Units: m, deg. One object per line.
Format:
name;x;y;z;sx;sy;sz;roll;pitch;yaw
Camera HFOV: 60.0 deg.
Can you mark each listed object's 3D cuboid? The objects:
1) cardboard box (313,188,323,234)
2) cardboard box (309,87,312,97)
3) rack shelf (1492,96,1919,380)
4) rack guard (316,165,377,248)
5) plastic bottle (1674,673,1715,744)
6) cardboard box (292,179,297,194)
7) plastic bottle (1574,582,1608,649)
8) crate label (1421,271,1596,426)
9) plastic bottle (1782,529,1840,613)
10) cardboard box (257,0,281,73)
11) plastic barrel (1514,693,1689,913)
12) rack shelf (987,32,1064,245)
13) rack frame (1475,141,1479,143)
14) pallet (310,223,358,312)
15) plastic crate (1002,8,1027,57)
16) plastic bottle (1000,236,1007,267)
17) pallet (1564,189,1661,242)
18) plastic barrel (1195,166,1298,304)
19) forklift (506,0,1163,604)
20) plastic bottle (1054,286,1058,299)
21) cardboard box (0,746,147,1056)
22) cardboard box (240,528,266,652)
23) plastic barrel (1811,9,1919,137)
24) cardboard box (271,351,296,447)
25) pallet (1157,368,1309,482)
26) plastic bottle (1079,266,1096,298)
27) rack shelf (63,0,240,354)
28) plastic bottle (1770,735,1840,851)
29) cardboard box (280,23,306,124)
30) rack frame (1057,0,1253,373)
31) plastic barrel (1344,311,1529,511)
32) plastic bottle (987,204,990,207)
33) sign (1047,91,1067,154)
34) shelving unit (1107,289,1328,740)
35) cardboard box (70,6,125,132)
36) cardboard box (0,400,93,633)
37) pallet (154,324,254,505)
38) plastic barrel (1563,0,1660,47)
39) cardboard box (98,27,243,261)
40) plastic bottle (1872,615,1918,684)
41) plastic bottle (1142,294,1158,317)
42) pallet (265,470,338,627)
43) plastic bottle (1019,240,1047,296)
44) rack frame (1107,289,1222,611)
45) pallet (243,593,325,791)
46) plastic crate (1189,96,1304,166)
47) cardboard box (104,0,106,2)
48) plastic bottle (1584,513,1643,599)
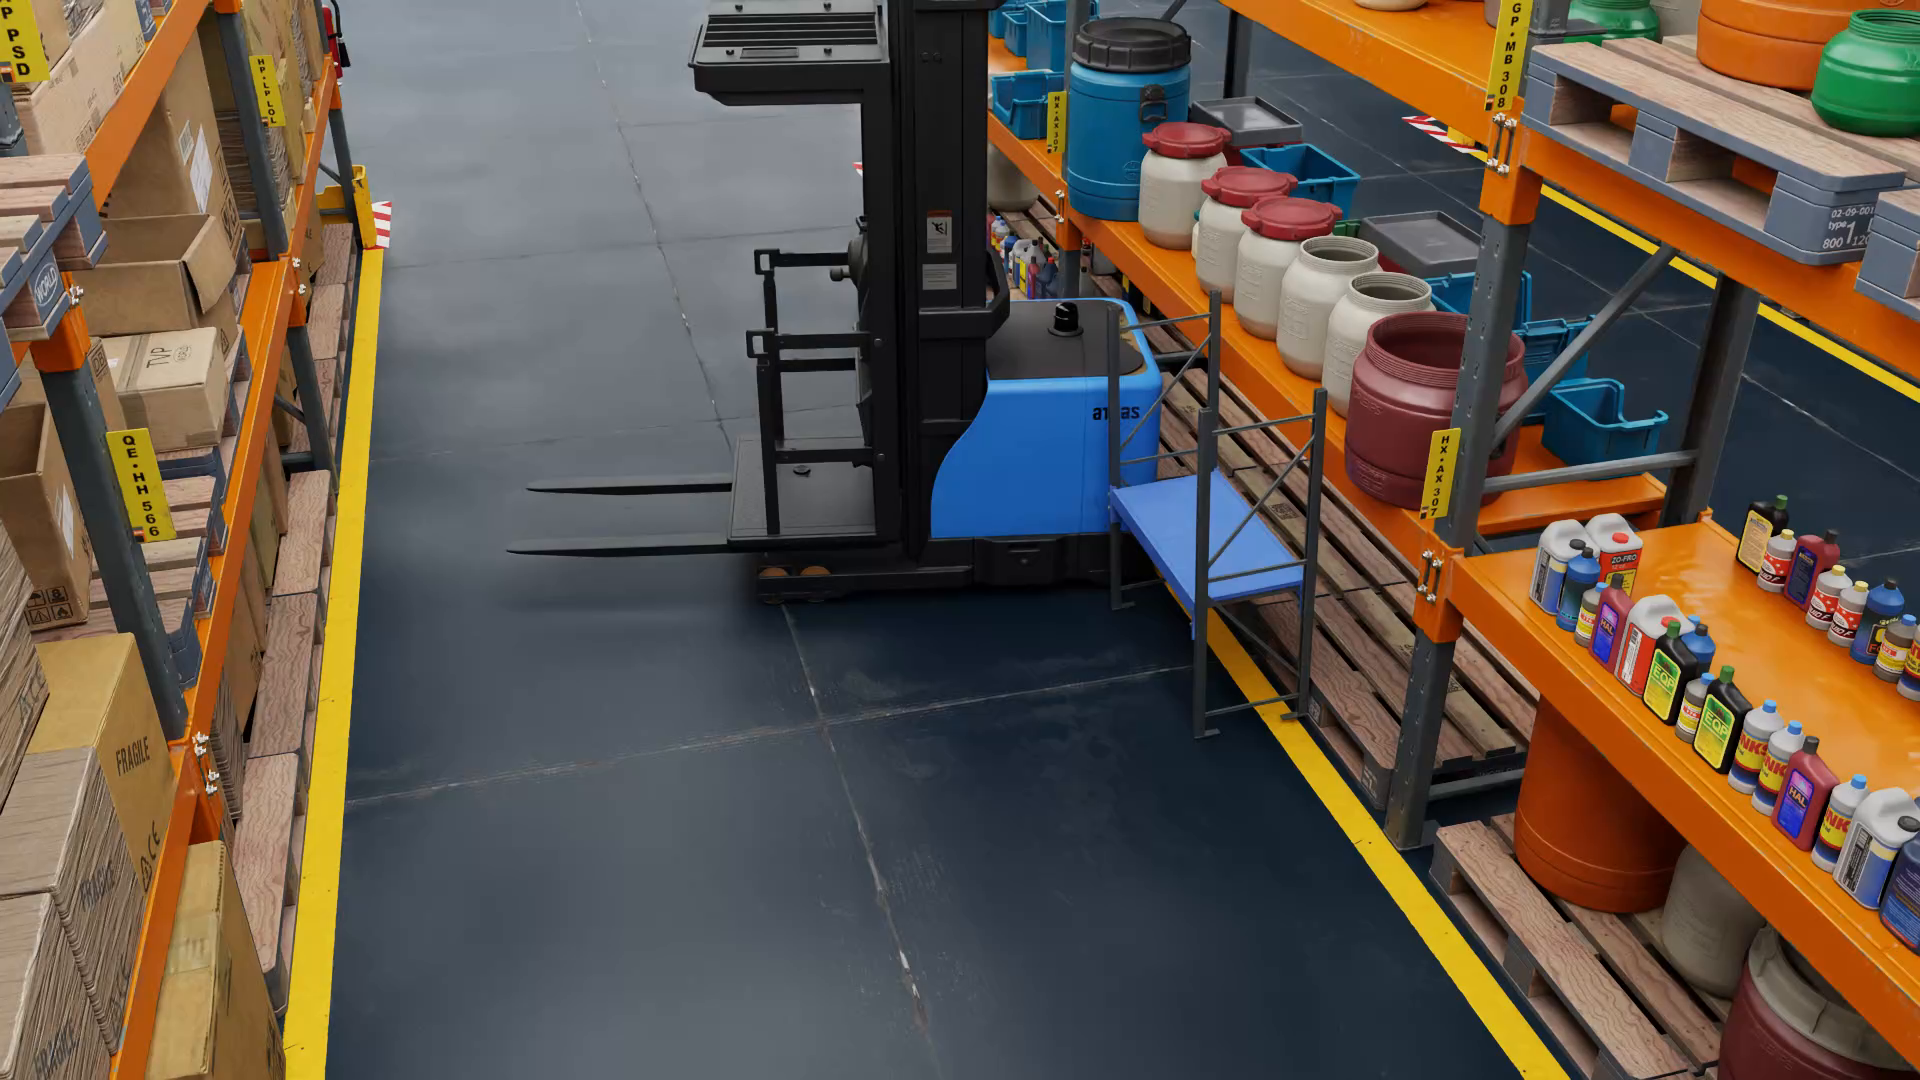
cardboard box;-4.643;-2.223;11.172;0.500;0.500;0.500;-2;30;-4
cardboard box;-4.285;-2.850;10.431;0.380;0.149;0.250;-8;31;-13
rack shelf;2.637;-0.242;3.398;1.077;0.370;4.000;-8;31;-13
rack guard;-4.773;-2.308;11.738;1.175;0.500;0.348;-8;31;-13
plastic bottle;2.072;0.464;4.652;0.097;0.201;0.097;0;30;0
cardboard box;-3.721;-1.889;8.770;0.380;0.149;0.250;-8;31;-13
plastic bottle;1.939;0.223;5.068;0.097;0.201;0.097;0;30;0
crate label;2.103;-0.752;6.520;0.502;0.435;0.616;-8;31;-13
plastic bottle;2.686;0.079;5.235;0.061;0.283;0.133;-8;31;-13
cardboard box;-3.740;-2.592;8.339;0.500;0.500;0.500;-8;31;-13
plastic barrel;2.252;0.770;5.672;0.600;0.830;0.708;-8;31;-13
rack shelf;0.513;-2.808;10.825;1.077;0.370;4.000;-8;31;-13
rack frame;4.759;-4.742;13.448;1.000;3.000;0.127;-8;31;-13
pallet;-4.591;-1.786;11.125;1.003;0.211;1.213;-8;31;-13
plastic crate;0.571;-3.504;11.459;0.499;0.251;0.408;-8;31;-13
plastic bottle;0.307;-1.886;10.868;0.097;0.201;0.097;0;30;0
pallet;5.323;-2.583;12.502;1.003;0.211;1.213;-8;31;-13
plastic barrel;1.281;-1.366;7.481;0.433;0.535;0.433;0;30;0
forklift;-0.621;-1.246;7.477;3.031;2.935;1.130;-2;30;-4
plastic bottle;0.598;-1.357;9.872;0.061;0.283;0.133;-6;31;-11
cardboard box;-2.173;0.841;3.703;0.500;0.500;0.500;-8;31;-14
cardboard box;-3.332;0.199;6.968;0.700;0.500;0.500;-11;32;-18
plastic barrel;2.165;-1.092;3.883;0.294;0.245;0.294;0;30;0
cardboard box;-3.799;-0.793;8.702;0.500;0.500;0.500;-9;31;-15
pallet;1.290;-0.572;9.028;1.003;0.211;1.213;-8;31;-13
plastic bottle;0.734;-1.489;10.033;0.144;0.351;0.185;-8;31;-13
rack shelf;-3.200;-1.516;5.598;1.077;0.370;4.000;-8;31;-13
plastic bottle;2.172;0.645;4.257;0.061;0.283;0.133;-8;31;-13
cardboard box;-4.212;-2.613;9.374;0.875;0.500;0.500;-8;31;-13
rack frame;1.044;-2.153;8.976;1.000;3.000;0.127;-8;31;-13
plastic barrel;1.691;-0.464;5.922;0.600;0.536;0.708;-8;31;-13
plastic bottle;0.163;-2.178;11.302;0.097;0.271;0.097;0;30;0
sign;0.511;-2.205;8.789;0.100;0.325;0.005;-8;31;-13
shelving unit;1.030;-0.121;6.932;0.538;1.500;1.048;-10;32;-11
cardboard box;-2.685;-1.305;4.665;0.500;0.250;0.500;-7;31;-12
cardboard box;-2.851;-0.043;4.811;0.500;0.500;0.500;-12;32;-19
pallet;-3.234;-0.430;6.191;1.003;0.211;1.213;-8;31;-13
plastic barrel;1.991;-1.565;5.120;0.294;0.245;0.294;0;30;0
cardboard box;-3.655;-1.534;6.887;1.000;1.000;1.000;-8;31;-13
plastic bottle;2.776;0.314;4.912;0.097;0.201;0.097;0;30;0
plastic bottle;1.168;-1.518;10.151;0.061;0.283;0.133;-8;31;-13
pallet;-3.523;0.088;7.887;1.003;0.211;1.213;-8;31;-13
plastic bottle;0.459;-1.719;10.430;0.144;0.351;0.185;-8;31;-14
rack frame;0.900;-0.367;7.358;0.500;1.500;0.032;-10;32;-11
pallet;-3.196;0.678;6.867;1.003;0.211;1.213;-8;31;-13
plastic crate;1.468;-1.988;8.626;0.402;0.464;0.583;-8;31;-13
cardboard box;-2.818;-1.869;4.892;0.500;0.500;0.500;-9;31;-15
plastic bottle;2.056;0.064;5.269;0.152;0.276;0.135;-8;31;-13
